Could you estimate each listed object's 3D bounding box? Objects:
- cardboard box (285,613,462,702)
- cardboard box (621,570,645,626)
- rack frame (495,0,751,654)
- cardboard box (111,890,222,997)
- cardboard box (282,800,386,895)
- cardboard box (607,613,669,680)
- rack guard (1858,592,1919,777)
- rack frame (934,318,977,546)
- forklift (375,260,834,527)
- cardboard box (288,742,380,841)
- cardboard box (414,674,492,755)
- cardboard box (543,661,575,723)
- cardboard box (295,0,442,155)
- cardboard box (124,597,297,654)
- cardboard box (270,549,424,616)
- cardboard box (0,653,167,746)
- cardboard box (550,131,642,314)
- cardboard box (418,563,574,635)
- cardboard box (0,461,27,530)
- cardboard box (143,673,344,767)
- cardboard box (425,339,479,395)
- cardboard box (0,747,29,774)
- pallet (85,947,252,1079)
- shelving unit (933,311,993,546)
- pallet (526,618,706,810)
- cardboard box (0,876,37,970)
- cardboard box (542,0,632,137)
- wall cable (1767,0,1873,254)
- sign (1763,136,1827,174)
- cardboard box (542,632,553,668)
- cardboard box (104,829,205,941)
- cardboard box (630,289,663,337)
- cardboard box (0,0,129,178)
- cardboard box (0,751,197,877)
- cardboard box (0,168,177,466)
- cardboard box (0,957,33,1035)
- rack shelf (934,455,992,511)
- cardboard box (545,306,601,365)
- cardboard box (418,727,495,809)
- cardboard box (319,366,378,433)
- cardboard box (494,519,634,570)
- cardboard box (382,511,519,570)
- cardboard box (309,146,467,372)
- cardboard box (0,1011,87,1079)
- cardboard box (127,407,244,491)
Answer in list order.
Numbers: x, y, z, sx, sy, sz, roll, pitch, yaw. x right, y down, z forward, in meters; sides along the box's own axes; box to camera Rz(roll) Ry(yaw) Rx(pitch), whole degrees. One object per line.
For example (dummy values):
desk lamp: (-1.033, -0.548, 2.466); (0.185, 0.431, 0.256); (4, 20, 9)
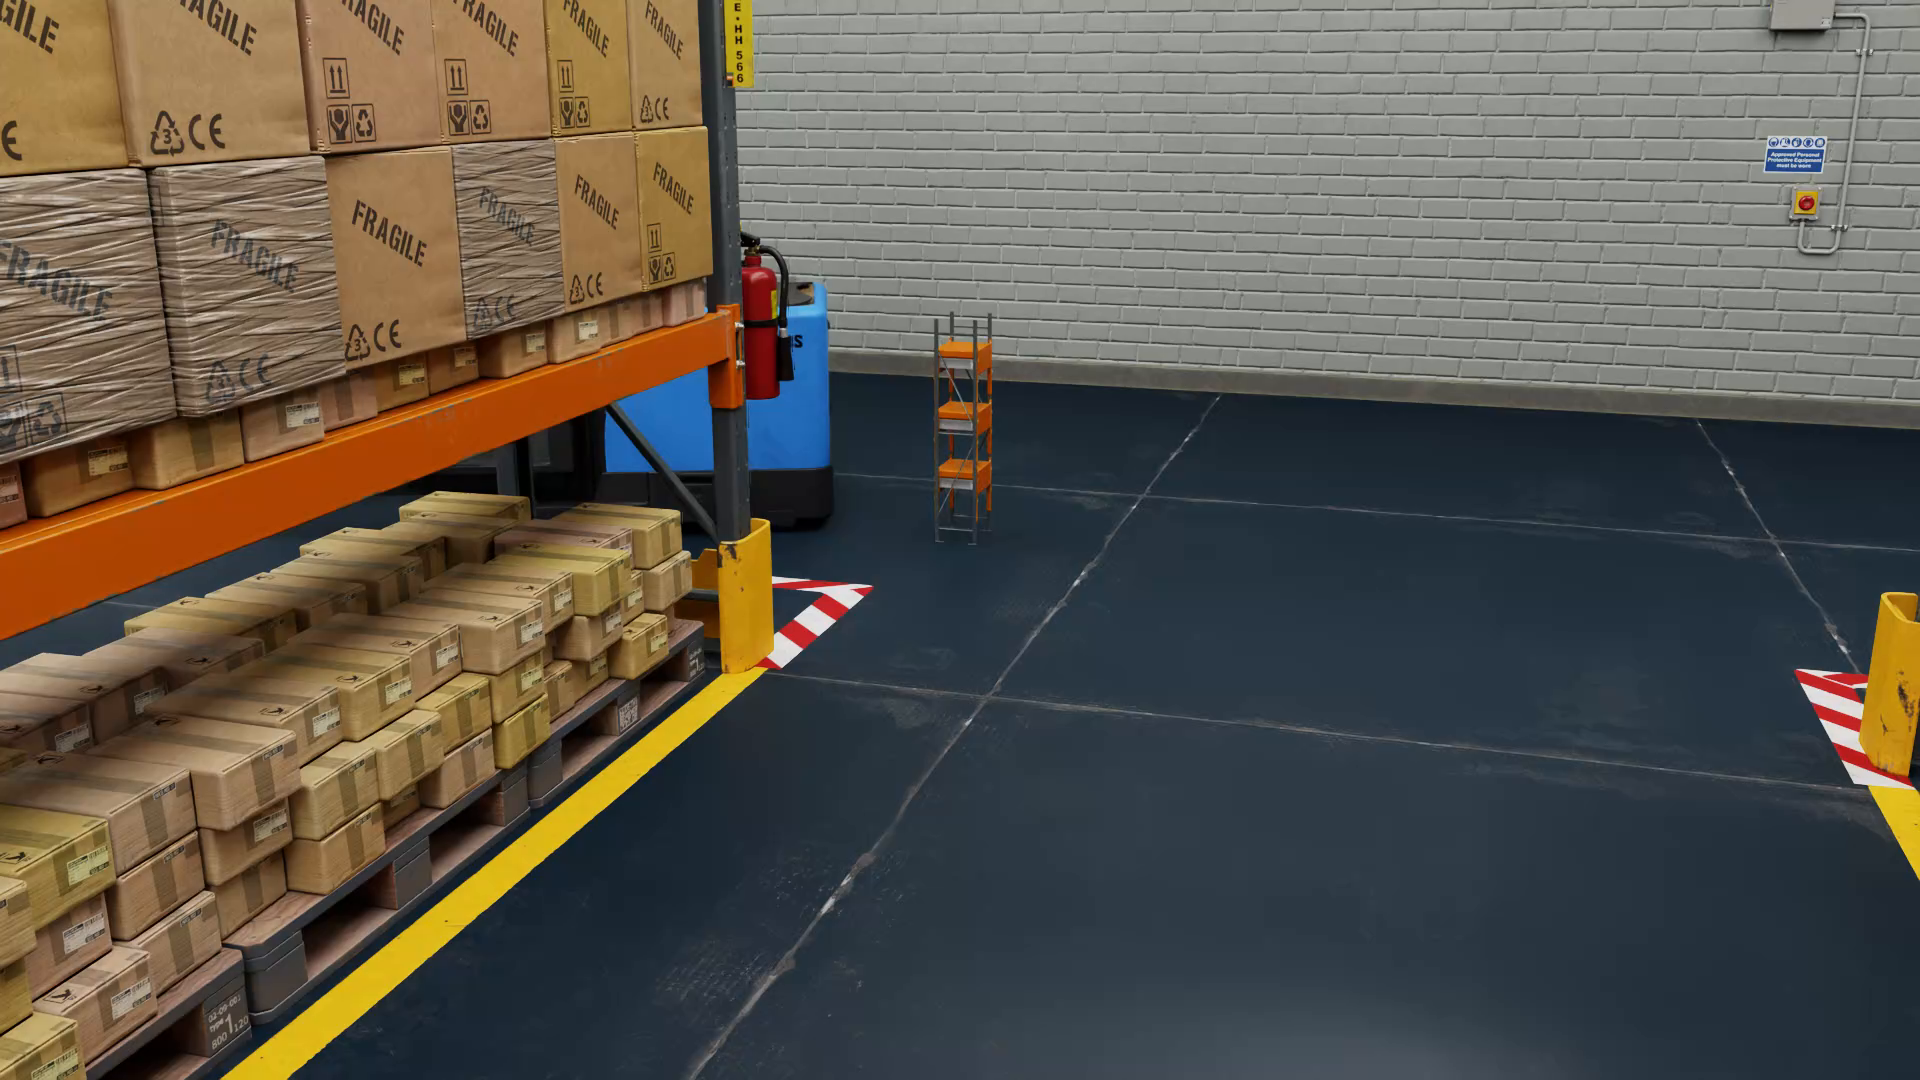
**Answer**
cardboard box: (-1.607, 0.320, 4.568); (0.380, 0.149, 0.250); (4, 16, 14)
cardboard box: (-1.285, 0.193, 5.562); (0.380, 0.149, 0.250); (4, 16, 15)
rack frame: (-1.282, -1.058, 6.062); (1.000, 3.000, 0.127); (5, 16, 16)
cardboard box: (-1.887, 0.879, 3.689); (0.380, 0.149, 0.250); (4, 16, 15)
cardboard box: (-1.678, 0.745, 4.160); (0.380, 0.149, 0.250); (4, 16, 14)
cardboard box: (-1.208, 0.341, 5.586); (0.380, 0.149, 0.250); (5, 17, 18)
rack guard: (3.499, 0.496, 5.165); (1.175, 0.500, 0.348); (5, 16, 16)
rack frame: (-0.019, -0.487, 7.623); (0.200, 1.050, 0.008); (5, 16, 16)
forklift: (-2.154, -1.558, 7.949); (3.031, 2.935, 1.130); (-1, 16, -4)
cardboard box: (-1.676, 0.604, 4.114); (0.380, 0.149, 0.250); (4, 16, 15)
cardboard box: (-1.530, 0.467, 4.596); (0.380, 0.149, 0.250); (5, 17, 19)
cardboard box: (-1.423, 0.469, 5.135); (0.380, 0.149, 0.250); (5, 17, 16)
cardboard box: (-1.604, -1.183, 3.943); (0.500, 0.500, 0.500); (4, 16, 14)
cardboard box: (-2.112, 0.282, 4.703); (0.380, 0.149, 0.250); (5, 17, 17)
cardboard box: (-1.906, 0.145, 5.186); (0.380, 0.149, 0.250); (4, 16, 13)
cardboard box: (-2.267, 0.412, 4.245); (0.380, 0.149, 0.250); (4, 16, 14)
cardboard box: (-1.315, -0.977, 5.049); (0.500, 0.500, 0.500); (4, 16, 15)
cardboard box: (-1.402, 0.185, 5.044); (0.380, 0.149, 0.250); (4, 16, 14)
cardboard box: (-1.997, -0.086, 3.097); (0.380, 0.149, 0.250); (4, 16, 13)
cardboard box: (-1.762, 0.452, 4.102); (0.380, 0.149, 0.250); (4, 16, 14)
cardboard box: (-1.555, -0.500, 4.554); (0.380, 0.149, 0.250); (4, 16, 14)
cardboard box: (-2.321, 0.561, 3.718); (0.380, 0.149, 0.250); (5, 17, 18)
pallet: (-2.262, 1.152, 3.382); (1.003, 0.211, 1.213); (5, 16, 16)
shelving unit: (0.015, -0.519, 7.735); (0.215, 1.050, 0.252); (5, 16, 16)
pallet: (-1.569, 0.513, 5.633); (1.003, 0.211, 1.213); (5, 16, 16)
cardboard box: (-1.987, 0.730, 3.122); (0.380, 0.149, 0.250); (5, 17, 19)
cardboard box: (-1.318, -1.459, 4.914); (0.500, 0.500, 0.500); (4, 16, 14)
wall cable: (5.072, -2.681, 9.866); (0.585, 1.953, 0.123); (5, 16, 16)
sign: (5.043, -2.327, 10.042); (0.327, 0.218, 0.001); (5, 16, 16)
cardboard box: (-1.480, 0.327, 5.089); (0.380, 0.149, 0.250); (4, 16, 15)
cardboard box: (-1.909, 0.735, 3.651); (0.380, 0.149, 0.250); (4, 16, 13)
cardboard box: (-1.211, -0.768, 5.499); (0.380, 0.149, 0.250); (5, 16, 16)
cardboard box: (-1.925, -0.920, 3.014); (0.500, 0.500, 0.500); (4, 16, 14)
cardboard box: (-1.911, 0.590, 3.615); (0.380, 0.149, 0.250); (4, 16, 14)
cardboard box: (-1.903, -0.443, 3.164); (0.500, 0.500, 0.500); (5, 16, 16)
cardboard box: (-2.023, 0.872, 3.168); (0.380, 0.149, 0.250); (5, 17, 16)
rack shelf: (0.015, -0.242, 7.814); (0.215, 0.259, 0.240); (5, 16, 16)
cardboard box: (-1.318, -0.632, 5.022); (0.380, 0.149, 0.250); (5, 17, 17)
cardboard box: (-1.533, 0.610, 4.636); (0.380, 0.149, 0.250); (5, 17, 17)
cardboard box: (-1.665, -0.361, 4.066); (0.380, 0.149, 0.250); (5, 17, 18)
cardboard box: (-1.316, 0.045, 5.539); (0.380, 0.149, 0.250); (5, 17, 17)
cardboard box: (-1.720, 0.018, 5.635); (0.380, 0.149, 0.250); (5, 17, 17)
cardboard box: (-1.601, -0.714, 4.122); (0.500, 0.500, 0.500); (5, 17, 19)
cardboard box: (-1.932, 1.018, 3.198); (0.380, 0.149, 0.250); (5, 17, 18)
cardboard box: (-1.780, -0.218, 3.561); (0.380, 0.149, 0.250); (5, 17, 17)
